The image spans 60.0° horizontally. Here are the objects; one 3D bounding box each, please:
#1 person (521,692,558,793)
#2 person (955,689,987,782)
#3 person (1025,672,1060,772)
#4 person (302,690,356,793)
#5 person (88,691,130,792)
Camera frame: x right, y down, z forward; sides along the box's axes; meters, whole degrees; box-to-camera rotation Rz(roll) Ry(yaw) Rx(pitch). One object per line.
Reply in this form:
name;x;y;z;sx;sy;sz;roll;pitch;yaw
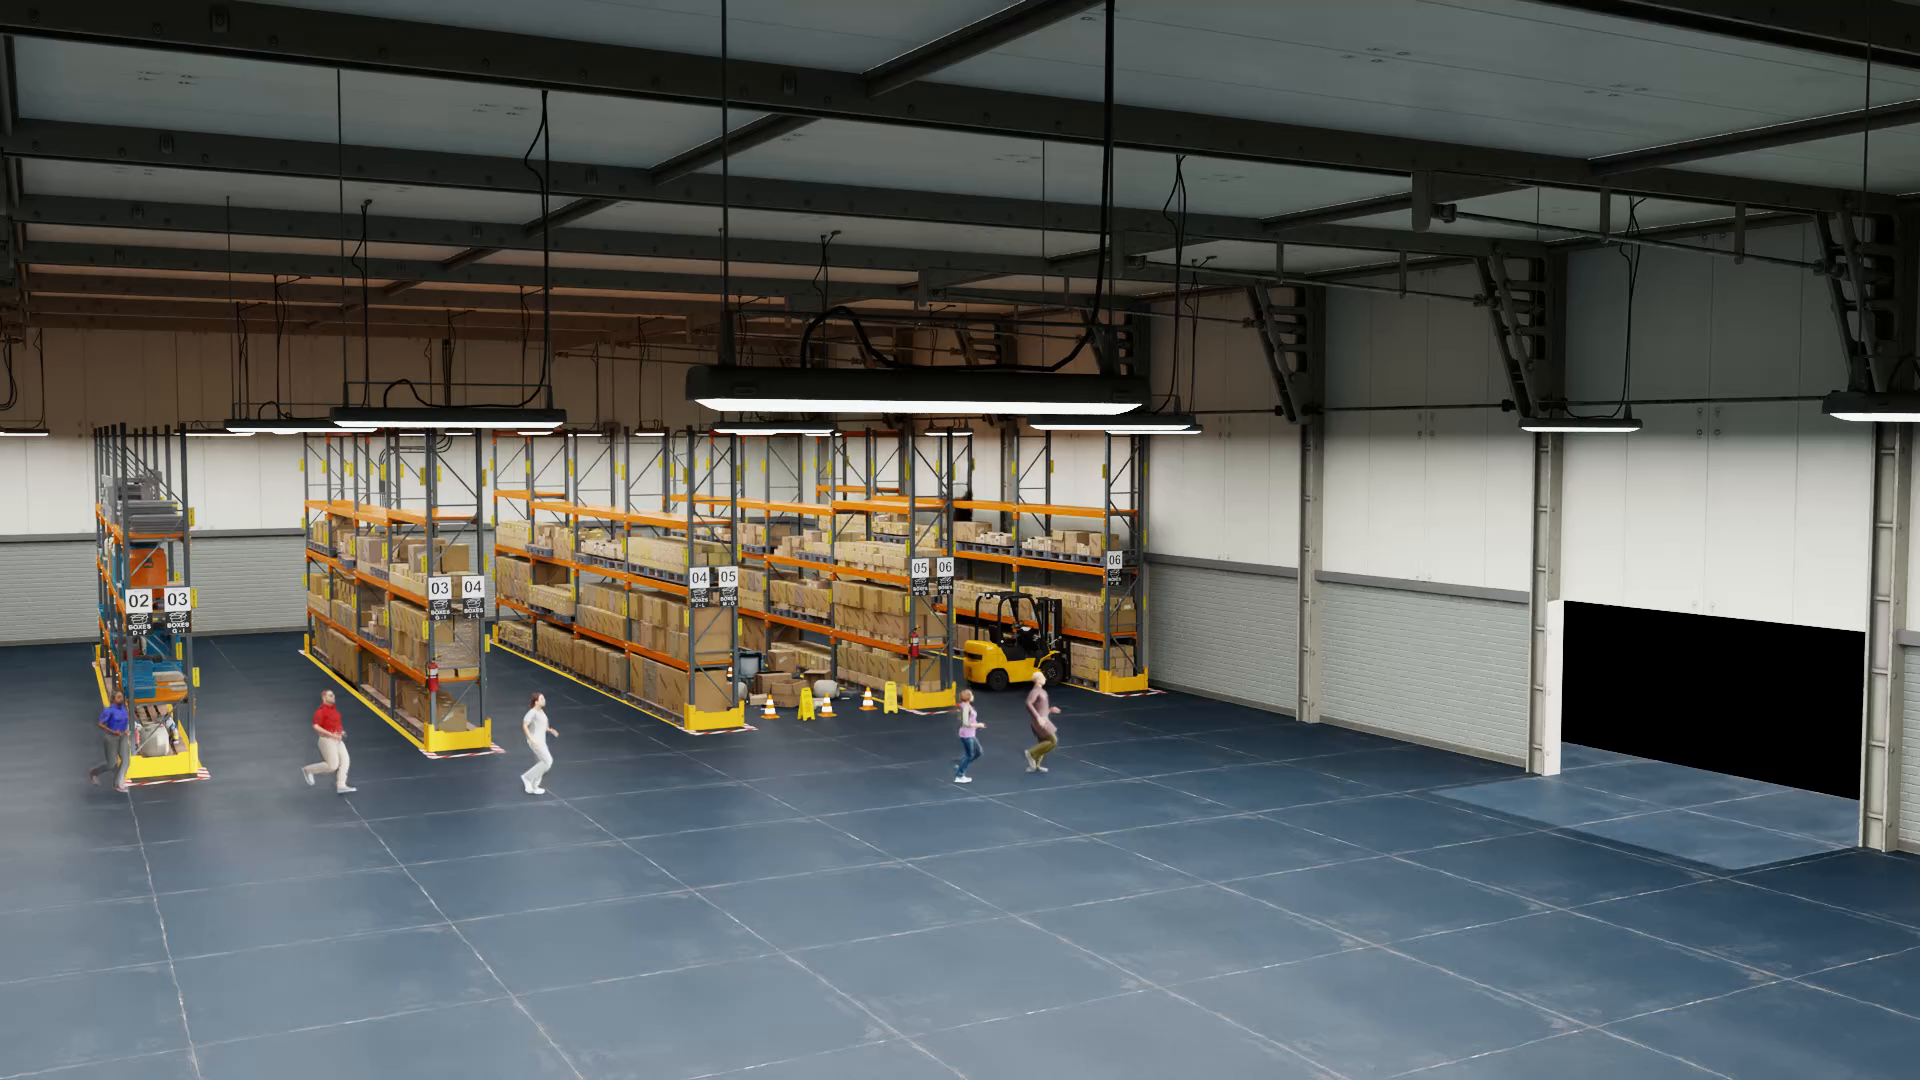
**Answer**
person;-6.802;3.275;26.895;0.549;1.638;0.576;0;3;1
person;0.182;3.257;27.697;0.548;1.558;0.518;0;3;4
person;1.418;3.124;28.511;0.623;1.735;0.701;0;3;2
person;-10.187;3.259;26.900;0.835;1.685;0.677;0;3;4
person;-13.824;3.274;27.166;0.720;1.628;0.595;1;4;20
